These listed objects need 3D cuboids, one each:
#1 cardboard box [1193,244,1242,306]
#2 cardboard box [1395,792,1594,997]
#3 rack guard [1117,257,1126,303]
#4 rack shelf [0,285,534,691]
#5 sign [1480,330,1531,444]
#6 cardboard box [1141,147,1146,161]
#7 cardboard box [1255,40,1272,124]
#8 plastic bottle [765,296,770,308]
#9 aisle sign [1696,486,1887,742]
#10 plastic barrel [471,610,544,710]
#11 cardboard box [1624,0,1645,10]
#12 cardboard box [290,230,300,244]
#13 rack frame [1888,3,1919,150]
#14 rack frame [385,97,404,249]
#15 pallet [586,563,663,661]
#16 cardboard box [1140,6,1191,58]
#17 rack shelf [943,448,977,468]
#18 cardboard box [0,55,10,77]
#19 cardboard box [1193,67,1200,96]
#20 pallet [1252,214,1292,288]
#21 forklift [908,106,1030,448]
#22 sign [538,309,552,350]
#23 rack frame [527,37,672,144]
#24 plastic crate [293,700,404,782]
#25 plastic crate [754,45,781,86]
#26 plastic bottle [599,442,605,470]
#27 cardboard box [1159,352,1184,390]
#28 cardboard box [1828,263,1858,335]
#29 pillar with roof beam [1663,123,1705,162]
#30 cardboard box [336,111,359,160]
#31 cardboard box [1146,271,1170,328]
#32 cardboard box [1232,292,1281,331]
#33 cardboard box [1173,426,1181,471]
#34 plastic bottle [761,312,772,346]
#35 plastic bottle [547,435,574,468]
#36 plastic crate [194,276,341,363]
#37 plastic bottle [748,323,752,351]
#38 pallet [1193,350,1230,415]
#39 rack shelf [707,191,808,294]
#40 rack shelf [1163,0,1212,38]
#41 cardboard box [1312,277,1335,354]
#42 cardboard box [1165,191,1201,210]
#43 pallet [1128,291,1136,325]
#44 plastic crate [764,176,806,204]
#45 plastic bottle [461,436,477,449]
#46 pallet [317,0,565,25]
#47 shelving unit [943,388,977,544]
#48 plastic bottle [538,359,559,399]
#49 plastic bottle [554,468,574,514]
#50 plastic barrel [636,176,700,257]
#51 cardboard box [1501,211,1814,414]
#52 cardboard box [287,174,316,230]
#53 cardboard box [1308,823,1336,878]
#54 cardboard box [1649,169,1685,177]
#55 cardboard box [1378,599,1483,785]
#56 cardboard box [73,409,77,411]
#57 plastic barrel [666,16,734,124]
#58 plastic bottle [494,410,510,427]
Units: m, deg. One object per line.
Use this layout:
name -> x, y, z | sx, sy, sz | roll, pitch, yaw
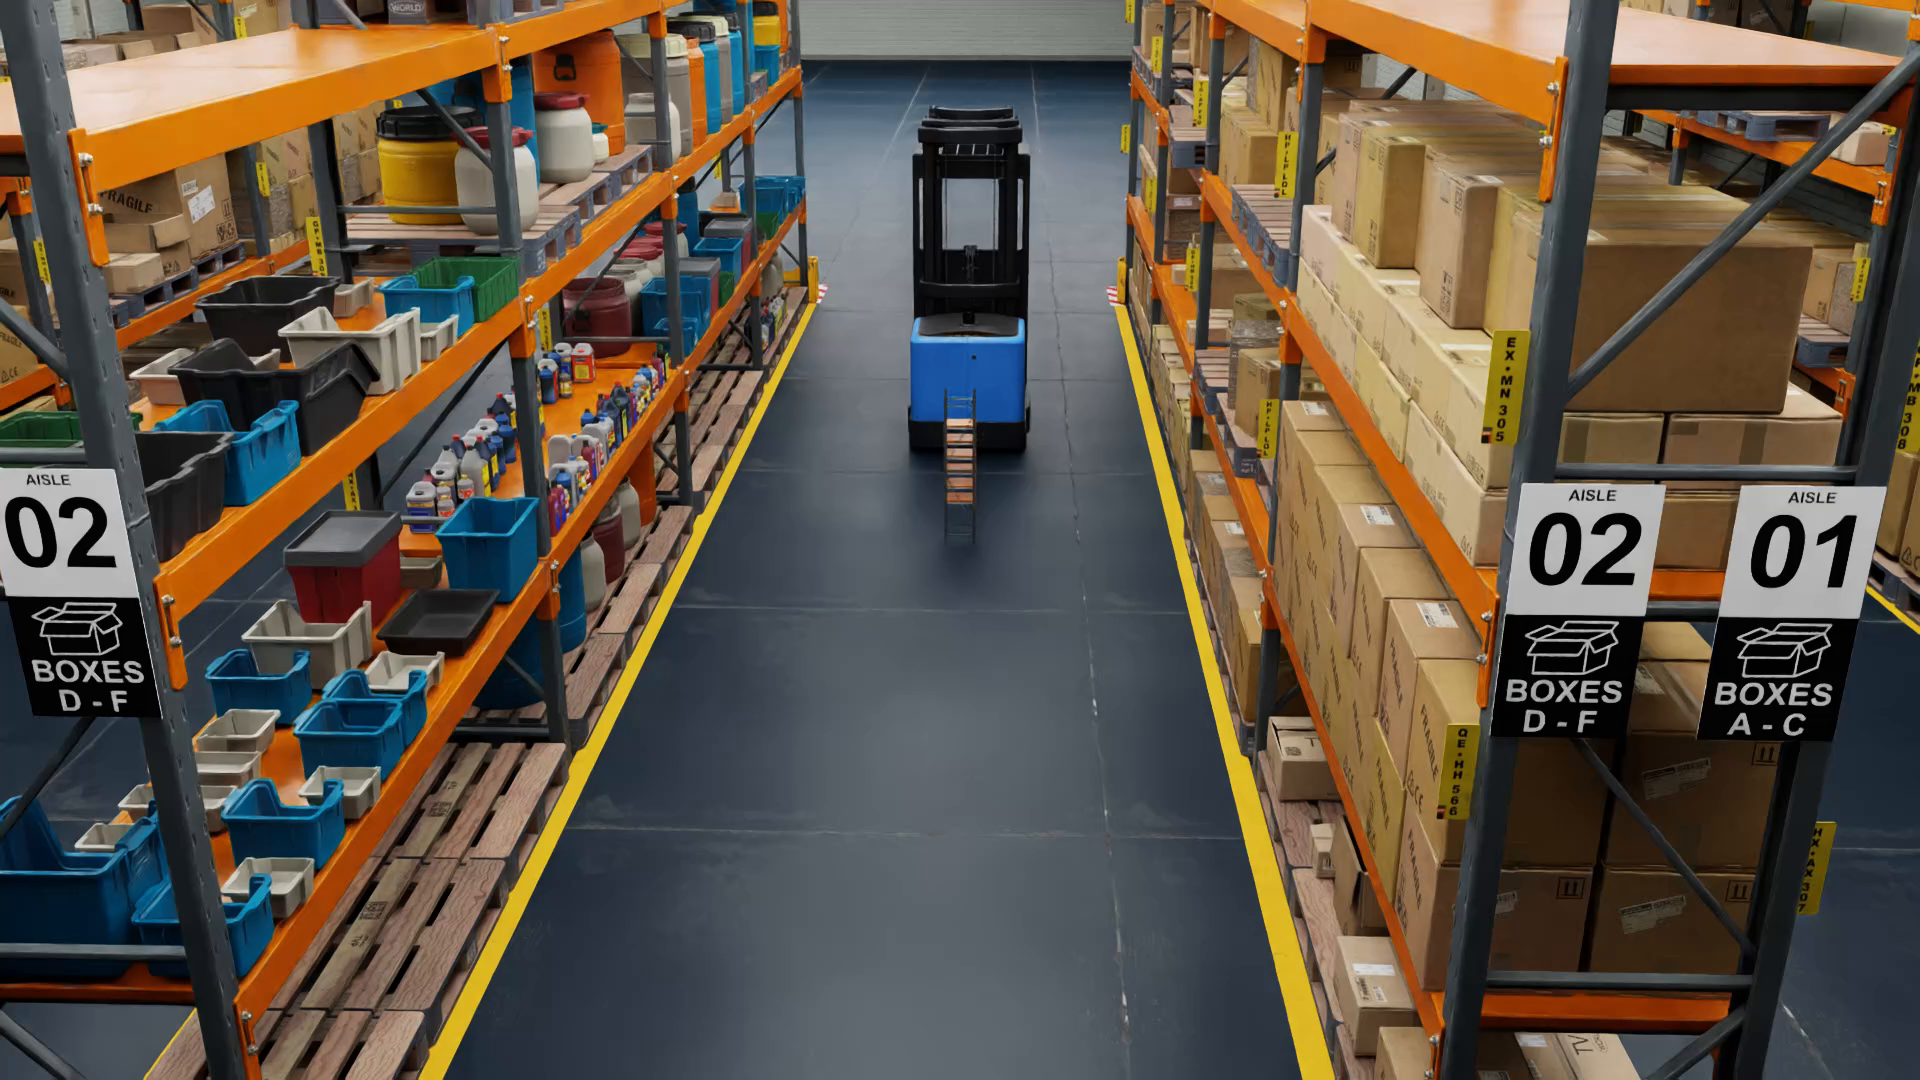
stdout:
cardboard box -> 2.355, -2.333, 14.756 | 0.500, 0.500, 0.500 | 1, 21, 2
cardboard box -> 1.803, 1.192, 5.672 | 0.500, 0.500, 0.500 | 1, 21, 3
rack guard -> 2.549, -3.225, 20.649 | 1.175, 0.500, 0.348 | 1, 21, 2
rack shelf -> -2.829, -0.438, 6.860 | 1.077, 0.370, 4.000 | 1, 21, 2
sign -> 1.507, -0.421, 4.596 | 0.100, 0.325, 0.005 | 1, 21, 2
cardboard box -> 2.315, -4.495, 19.433 | 0.380, 0.149, 0.250 | 0, 21, 0
cardboard box -> 2.269, -3.058, 11.096 | 0.500, 0.500, 0.500 | 1, 21, 2
plastic bottle -> -2.162, -2.617, 18.774 | 0.061, 0.283, 0.133 | 1, 21, 2
aisle sign -> 2.353, 0.220, 4.722 | 0.394, 0.787, 0.004 | 1, 21, 2
plastic barrel -> -2.734, 0.488, 9.946 | 0.600, 0.901, 0.708 | 1, 21, 2
cardboard box -> 7.134, -5.374, 17.037 | 0.500, 0.500, 0.500 | 0, 21, 0
cardboard box -> -7.168, -3.184, 17.435 | 0.380, 0.149, 0.250 | 1, 21, 2
rack frame -> 7.256, -4.233, 11.497 | 1.000, 3.000, 0.127 | 1, 21, 2
rack frame -> -7.354, -4.492, 20.459 | 1.000, 3.000, 0.127 | 1, 21, 2
pallet -> -2.669, 0.481, 11.498 | 1.003, 0.211, 1.213 | 1, 21, 2
cardboard box -> 2.224, -5.490, 17.972 | 0.500, 0.500, 0.500 | 1, 21, 2
rack shelf -> 0.000, -0.635, 12.798 | 0.258, 0.103, 0.180 | 1, 21, 2
cardboard box -> -7.326, -3.444, 12.783 | 0.500, 0.500, 0.500 | 1, 21, 2
cardboard box -> 2.398, -4.237, 15.281 | 0.500, 0.250, 0.500 | 3, 21, 7
pallet -> 2.273, -1.588, 9.089 | 1.213, 0.211, 1.003 | 1, 21, 2
forklift -> 0.112, -2.680, 15.884 | 1.130, 2.935, 3.031 | 1, 21, 2
sign -> -3.196, -1.624, 12.843 | 0.100, 0.325, 0.005 | 1, 21, 2
rack frame -> -2.646, -4.342, 11.778 | 1.000, 3.000, 0.127 | 1, 21, 2
plastic crate -> -2.513, 0.836, 6.876 | 0.416, 0.233, 0.300 | 1, 21, 2
plastic crate -> -2.160, -5.135, 17.993 | 0.392, 0.384, 0.575 | 1, 21, 2
plastic bottle -> -2.314, -0.545, 10.562 | 0.097, 0.201, 0.097 | 0, 21, 0
cardboard box -> 2.130, -1.596, 15.440 | 0.500, 0.311, 0.500 | 0, 21, 0
cardboard box -> 7.260, -1.857, 12.923 | 0.700, 0.500, 0.500 | -2, 21, -5
pillar with roof beam -> 4.040, -6.910, 18.397 | 9.100, 9.000, 0.400 | 1, 21, 2
cardboard box -> -7.151, -4.580, 18.754 | 0.500, 0.500, 0.500 | 1, 21, 2
cardboard box -> 2.249, -2.549, 17.636 | 0.500, 0.500, 0.500 | 1, 21, 2
cardboard box -> 2.398, -1.502, 12.035 | 0.700, 0.500, 0.500 | -7, 22, -16
cardboard box -> 2.089, -0.782, 14.118 | 0.500, 0.250, 0.500 | 0, 21, 1
plastic bottle -> -2.085, -2.248, 17.731 | 0.144, 0.351, 0.185 | 1, 21, 3
plastic bottle -> -2.497, -0.540, 10.446 | 0.152, 0.276, 0.135 | 1, 21, 2
plastic crate -> -3.080, -0.990, 7.467 | 0.497, 0.269, 0.590 | 1, 21, 2
plastic bottle -> -2.201, -2.158, 17.592 | 0.061, 0.283, 0.133 | 1, 21, 2
pallet -> 2.354, -1.154, 12.120 | 1.213, 0.211, 1.003 | 1, 21, 2
rack shelf -> -2.464, -3.379, 18.585 | 1.077, 0.370, 4.000 | 1, 21, 2
rack shelf -> 2.365, -4.487, 13.700 | 1.077, 0.370, 4.000 | 1, 21, 2
cardboard box -> 1.901, -1.017, 7.565 | 0.500, 0.250, 0.500 | 1, 21, 2
cardboard box -> 2.220, -3.385, 16.571 | 0.380, 0.149, 0.250 | 1, 21, 2
pallet -> 2.566, -2.804, 19.965 | 1.003, 0.211, 1.213 | 1, 21, 2
plastic crate -> -2.119, -4.184, 19.870 | 0.499, 0.251, 0.616 | 1, 21, 2
plastic bottle -> -3.053, -0.501, 10.345 | 0.152, 0.276, 0.135 | 1, 21, 2
pallet -> -2.774, -2.920, 8.929 | 1.003, 0.211, 1.213 | 1, 21, 2
shelving unit -> 0.000, -0.565, 12.825 | 0.258, 1.200, 0.189 | 1, 21, 2
plastic bottle -> -2.997, -1.167, 12.061 | 0.152, 0.276, 0.135 | 1, 21, 2
plastic bottle -> -2.338, -0.292, 9.812 | 0.097, 0.271, 0.097 | 0, 21, 0
plastic barrel -> -2.839, -3.088, 16.149 | 0.600, 0.901, 0.708 | 1, 21, 2
cardboard box -> 2.061, -0.693, 5.002 | 0.700, 0.500, 0.500 | 1, 21, 2
cardboard box -> -7.350, -3.573, 17.542 | 0.875, 0.500, 0.500 | 1, 21, 2
cardboard box -> 1.938, 1.535, 8.234 | 0.380, 0.166, 0.250 | 1, 21, 2
cardboard box -> 7.092, -3.526, 17.112 | 0.500, 0.500, 0.500 | 1, 21, 1
cardboard box -> 1.814, 0.544, 5.959 | 0.500, 0.500, 0.500 | 1, 21, 3
cardboard box -> -7.597, -0.881, 14.001 | 0.700, 0.500, 0.500 | 0, 21, -1
plastic barrel -> -2.343, -4.200, 14.868 | 0.600, 0.901, 0.600 | 0, 21, 0
plastic bottle -> -3.001, -0.721, 10.919 | 0.097, 0.271, 0.097 | 0, 21, 0
